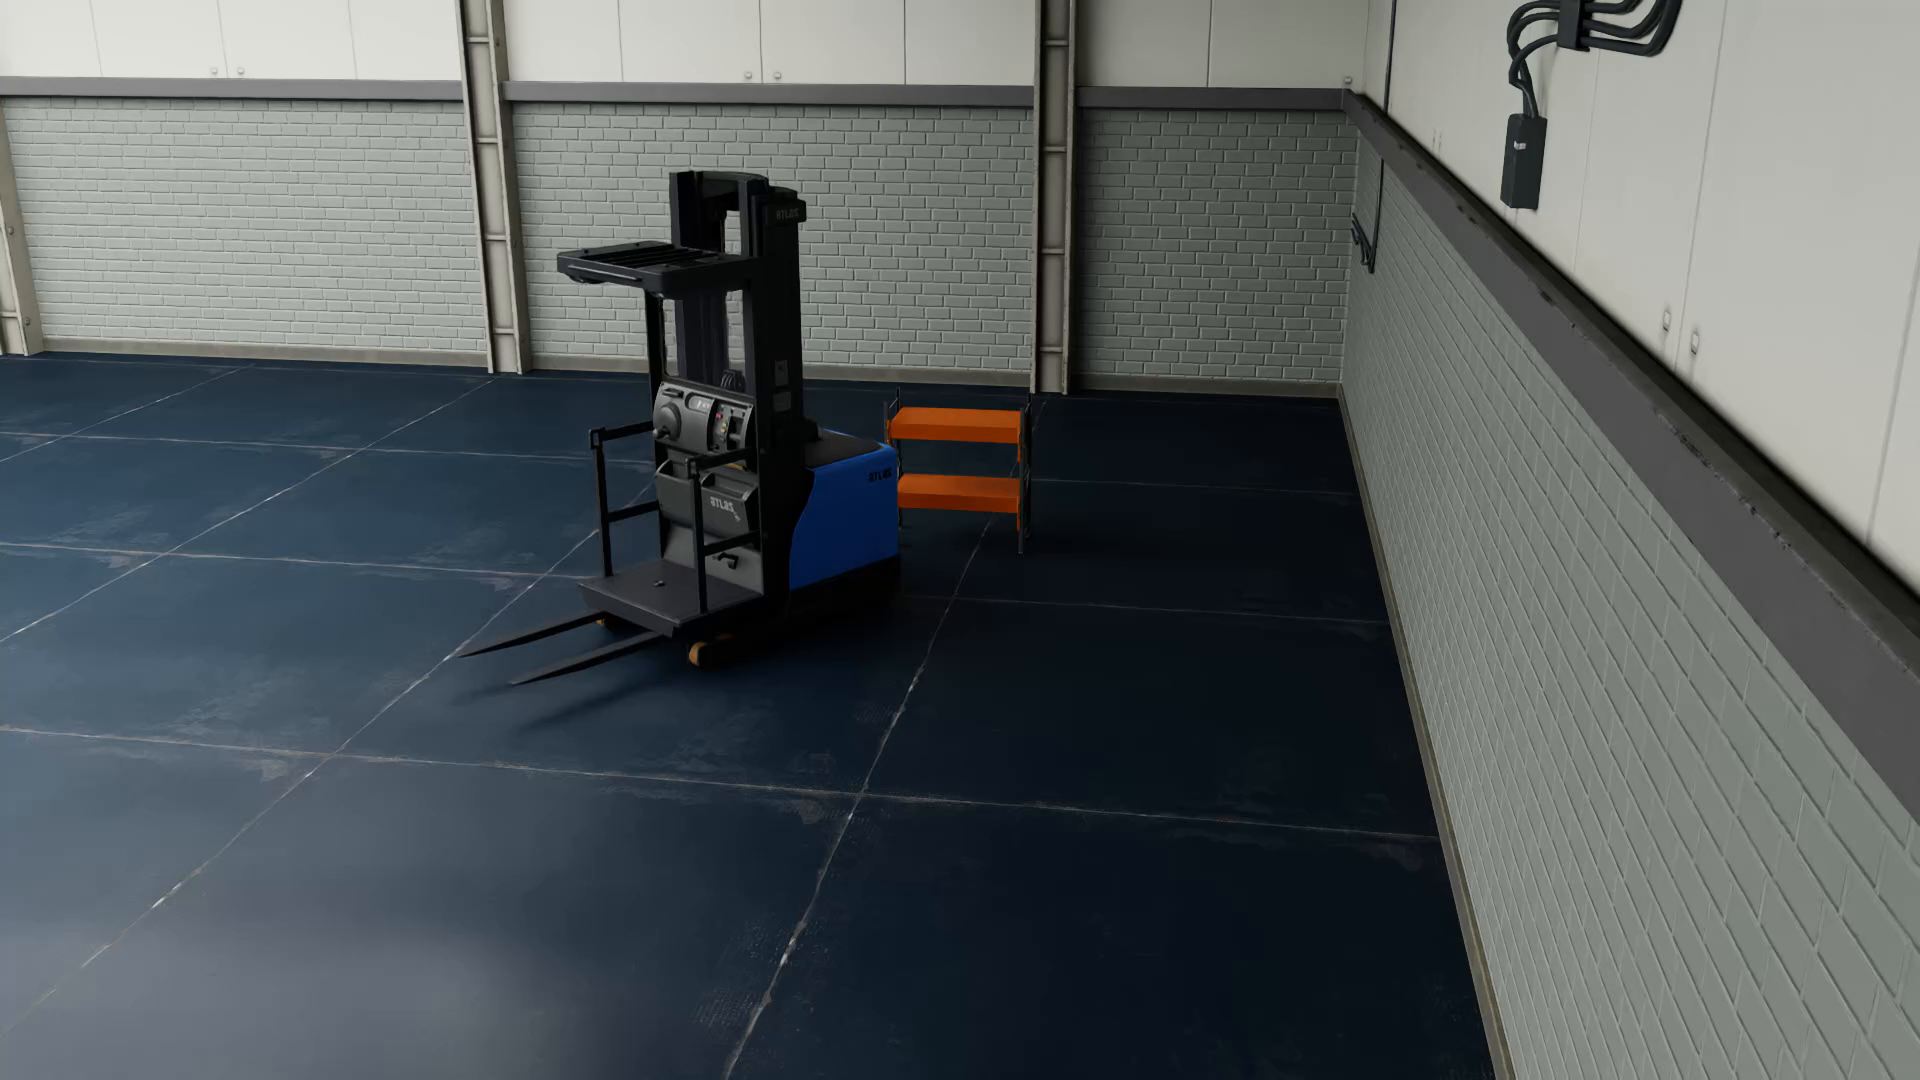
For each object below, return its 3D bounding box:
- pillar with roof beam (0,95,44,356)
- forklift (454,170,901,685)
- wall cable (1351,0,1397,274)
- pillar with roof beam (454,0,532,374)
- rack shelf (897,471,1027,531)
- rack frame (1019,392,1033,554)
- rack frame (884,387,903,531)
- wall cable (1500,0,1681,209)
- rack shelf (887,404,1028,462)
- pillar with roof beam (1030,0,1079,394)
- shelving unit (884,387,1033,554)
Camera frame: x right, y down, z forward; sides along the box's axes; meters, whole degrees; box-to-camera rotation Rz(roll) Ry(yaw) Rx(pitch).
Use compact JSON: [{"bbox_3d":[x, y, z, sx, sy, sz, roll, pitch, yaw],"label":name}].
[{"bbox_3d":[-11.579,-5.098,13.858,0.400,9.000,9.100,3,19,9],"label":"pillar with roof beam"},{"bbox_3d":[-1.784,-0.769,10.484,1.130,2.935,3.031,16,25,40],"label":"forklift"},{"bbox_3d":[3.651,-3.808,14.896,0.112,2.526,3.097,3,19,9],"label":"wall cable"},{"bbox_3d":[-5.655,-4.796,12.956,0.400,9.000,9.100,3,19,9],"label":"pillar with roof beam"},{"bbox_3d":[-0.007,-0.302,12.703,1.000,0.278,0.538,3,19,9],"label":"rack shelf"},{"bbox_3d":[0.495,-0.508,12.549,0.032,1.125,0.500,3,19,9],"label":"rack frame"},{"bbox_3d":[-0.509,-0.559,12.702,0.032,1.125,0.500,3,19,9],"label":"rack frame"},{"bbox_3d":[2.129,-3.920,4.977,0.169,6.003,2.305,3,19,9],"label":"wall cable"},{"bbox_3d":[-0.007,-0.811,12.533,1.000,0.278,0.538,3,19,9],"label":"rack shelf"},{"bbox_3d":[0.269,-4.494,12.053,0.400,9.000,9.100,3,19,9],"label":"pillar with roof beam"},{"bbox_3d":[-0.007,-0.534,12.626,1.048,1.125,0.538,3,19,9],"label":"shelving unit"}]
